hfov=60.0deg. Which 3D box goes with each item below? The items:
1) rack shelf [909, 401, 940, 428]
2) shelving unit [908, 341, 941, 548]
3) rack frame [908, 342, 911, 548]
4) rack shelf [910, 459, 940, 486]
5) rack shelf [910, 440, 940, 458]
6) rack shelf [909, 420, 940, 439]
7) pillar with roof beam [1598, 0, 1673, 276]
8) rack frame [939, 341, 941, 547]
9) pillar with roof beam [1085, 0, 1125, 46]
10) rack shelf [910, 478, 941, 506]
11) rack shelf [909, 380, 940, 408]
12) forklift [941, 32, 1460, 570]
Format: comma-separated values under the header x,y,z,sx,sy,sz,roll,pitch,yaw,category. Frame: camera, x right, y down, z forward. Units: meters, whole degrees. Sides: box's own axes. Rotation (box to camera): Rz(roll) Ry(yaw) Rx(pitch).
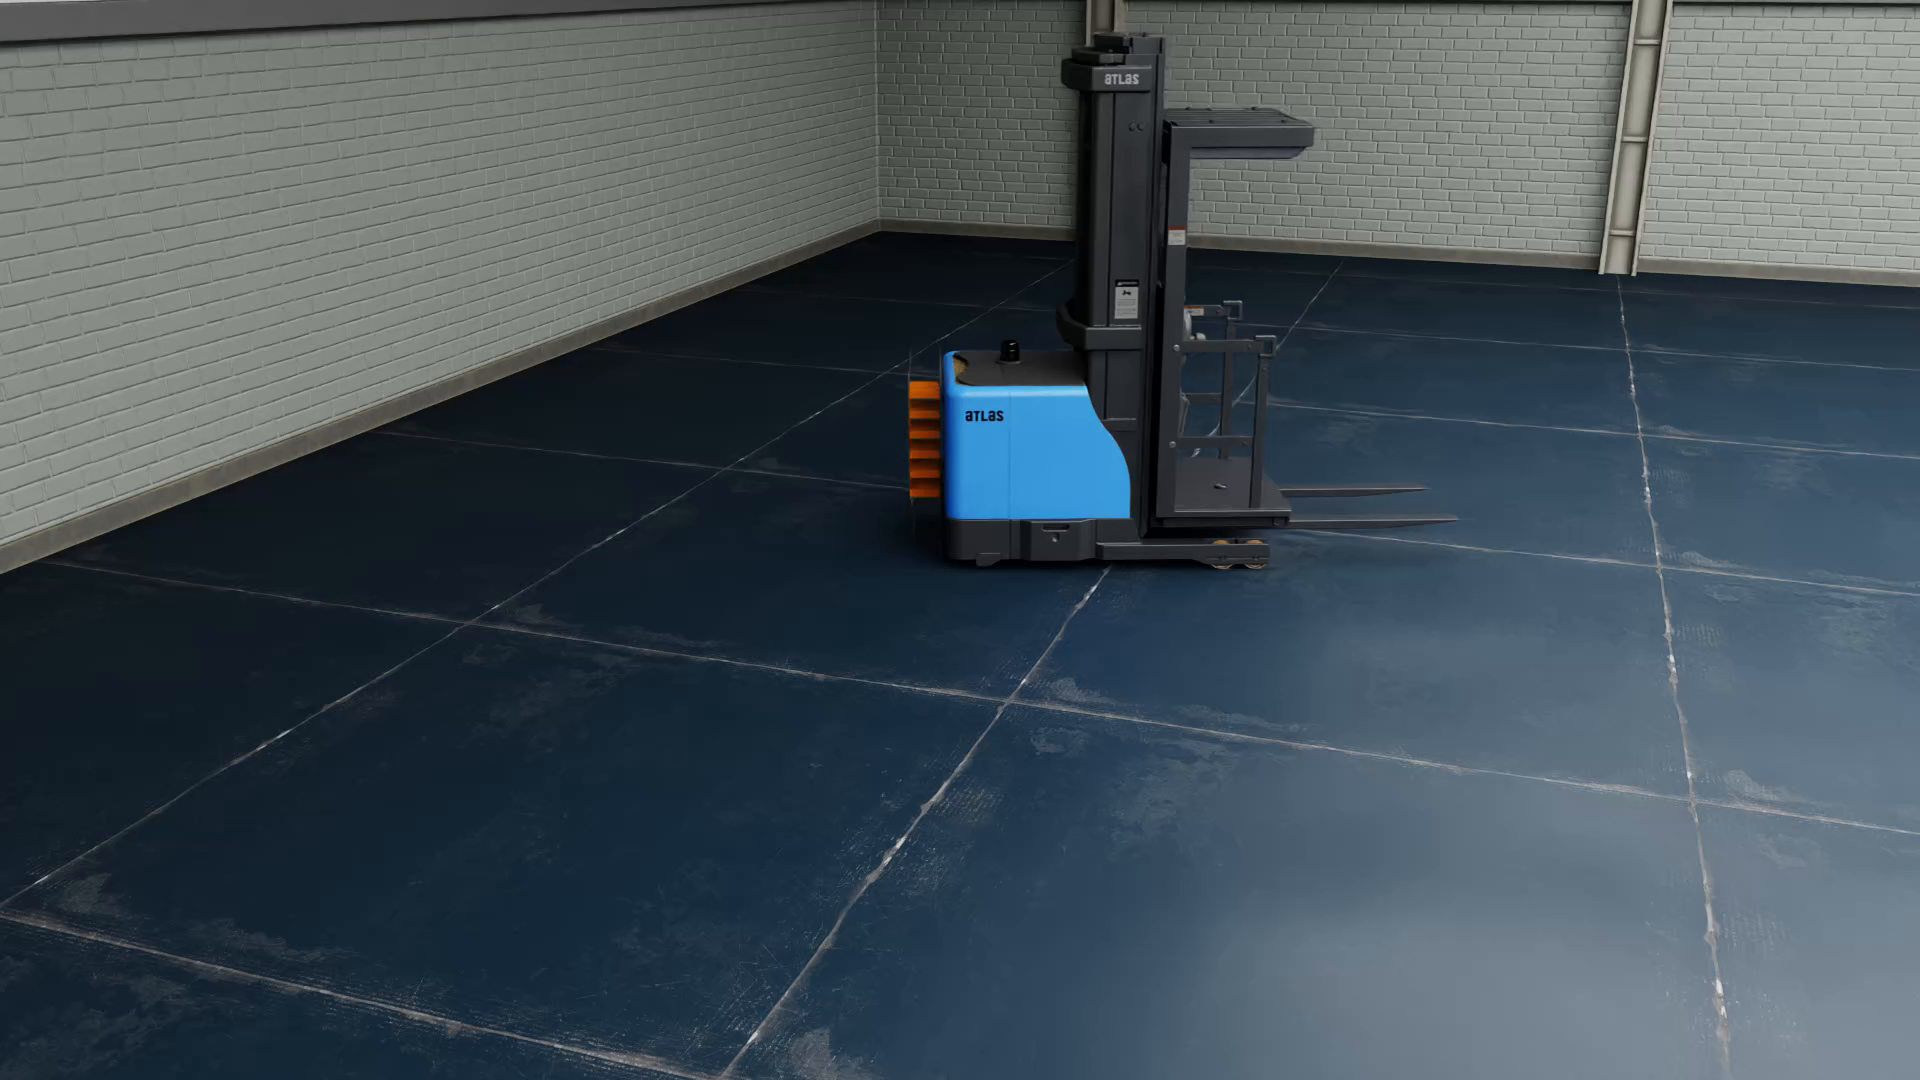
x,y,z,sx,sy,sz,roll,pitch,yaw,category
-0.209,-0.746,9.800,0.180,0.103,0.258,-1,19,-2,rack shelf
-0.209,-0.561,9.864,0.189,1.200,0.258,-1,19,-2,shelving unit
-0.300,-0.561,9.861,0.006,1.200,0.240,-1,19,-2,rack frame
-0.209,-0.406,9.918,0.180,0.103,0.258,-1,19,-2,rack shelf
-0.209,-0.519,9.879,0.180,0.103,0.258,-1,19,-2,rack shelf
-0.209,-0.633,9.839,0.180,0.103,0.258,-1,19,-2,rack shelf
5.977,-5.919,13.386,0.400,9.000,9.100,7,20,18,pillar with roof beam
-0.118,-0.562,9.867,0.006,1.200,0.240,-1,19,-2,rack frame
0.309,-6.567,15.245,0.400,9.000,9.100,7,20,18,pillar with roof beam
-0.209,-0.293,9.958,0.180,0.103,0.258,-1,19,-2,rack shelf
-0.209,-0.859,9.760,0.180,0.103,0.258,-1,19,-2,rack shelf
1.406,-1.388,9.606,3.031,2.935,1.130,-1,19,-2,forklift
